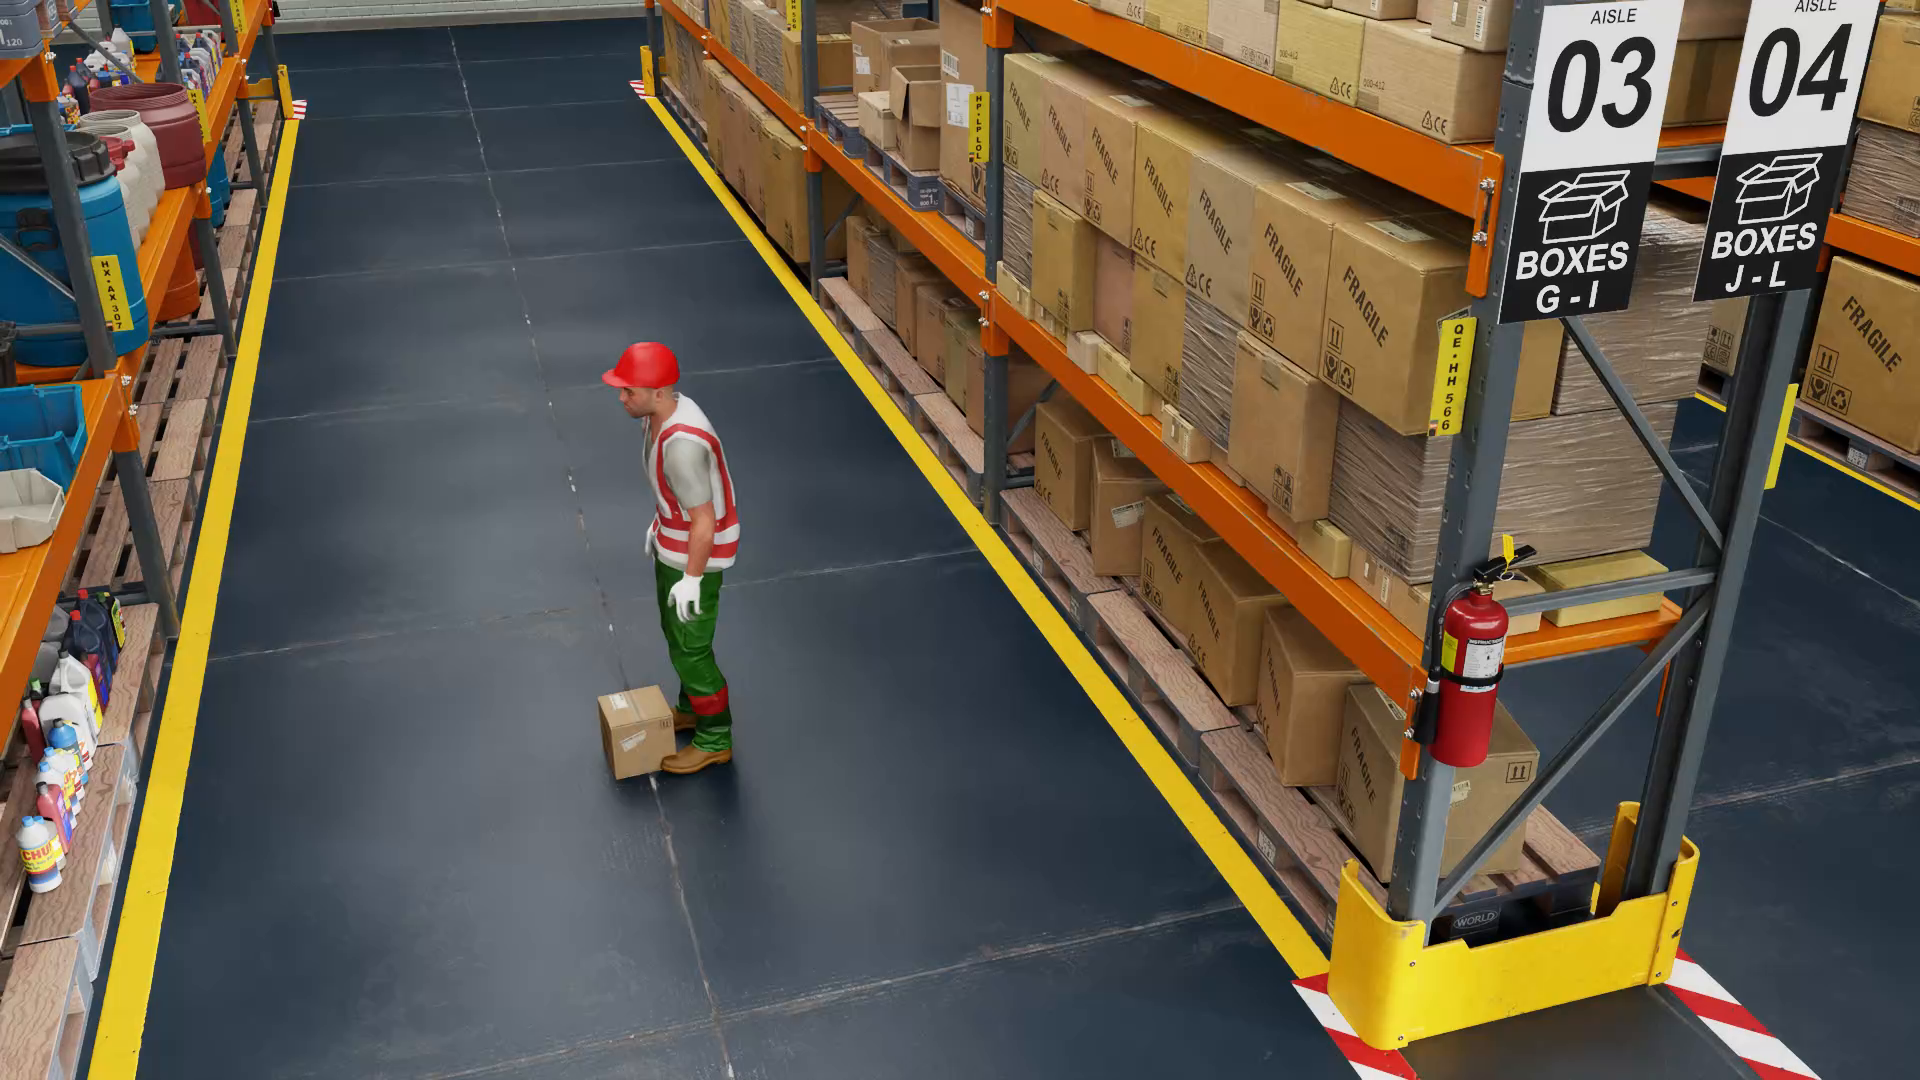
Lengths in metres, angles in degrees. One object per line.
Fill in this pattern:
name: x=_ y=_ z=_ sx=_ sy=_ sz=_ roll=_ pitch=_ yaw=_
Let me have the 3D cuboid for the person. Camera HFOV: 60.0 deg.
person: x=-1.093 y=0.065 z=6.464 sx=0.454 sy=1.779 sz=0.620 roll=-9 pitch=27 yaw=-17
